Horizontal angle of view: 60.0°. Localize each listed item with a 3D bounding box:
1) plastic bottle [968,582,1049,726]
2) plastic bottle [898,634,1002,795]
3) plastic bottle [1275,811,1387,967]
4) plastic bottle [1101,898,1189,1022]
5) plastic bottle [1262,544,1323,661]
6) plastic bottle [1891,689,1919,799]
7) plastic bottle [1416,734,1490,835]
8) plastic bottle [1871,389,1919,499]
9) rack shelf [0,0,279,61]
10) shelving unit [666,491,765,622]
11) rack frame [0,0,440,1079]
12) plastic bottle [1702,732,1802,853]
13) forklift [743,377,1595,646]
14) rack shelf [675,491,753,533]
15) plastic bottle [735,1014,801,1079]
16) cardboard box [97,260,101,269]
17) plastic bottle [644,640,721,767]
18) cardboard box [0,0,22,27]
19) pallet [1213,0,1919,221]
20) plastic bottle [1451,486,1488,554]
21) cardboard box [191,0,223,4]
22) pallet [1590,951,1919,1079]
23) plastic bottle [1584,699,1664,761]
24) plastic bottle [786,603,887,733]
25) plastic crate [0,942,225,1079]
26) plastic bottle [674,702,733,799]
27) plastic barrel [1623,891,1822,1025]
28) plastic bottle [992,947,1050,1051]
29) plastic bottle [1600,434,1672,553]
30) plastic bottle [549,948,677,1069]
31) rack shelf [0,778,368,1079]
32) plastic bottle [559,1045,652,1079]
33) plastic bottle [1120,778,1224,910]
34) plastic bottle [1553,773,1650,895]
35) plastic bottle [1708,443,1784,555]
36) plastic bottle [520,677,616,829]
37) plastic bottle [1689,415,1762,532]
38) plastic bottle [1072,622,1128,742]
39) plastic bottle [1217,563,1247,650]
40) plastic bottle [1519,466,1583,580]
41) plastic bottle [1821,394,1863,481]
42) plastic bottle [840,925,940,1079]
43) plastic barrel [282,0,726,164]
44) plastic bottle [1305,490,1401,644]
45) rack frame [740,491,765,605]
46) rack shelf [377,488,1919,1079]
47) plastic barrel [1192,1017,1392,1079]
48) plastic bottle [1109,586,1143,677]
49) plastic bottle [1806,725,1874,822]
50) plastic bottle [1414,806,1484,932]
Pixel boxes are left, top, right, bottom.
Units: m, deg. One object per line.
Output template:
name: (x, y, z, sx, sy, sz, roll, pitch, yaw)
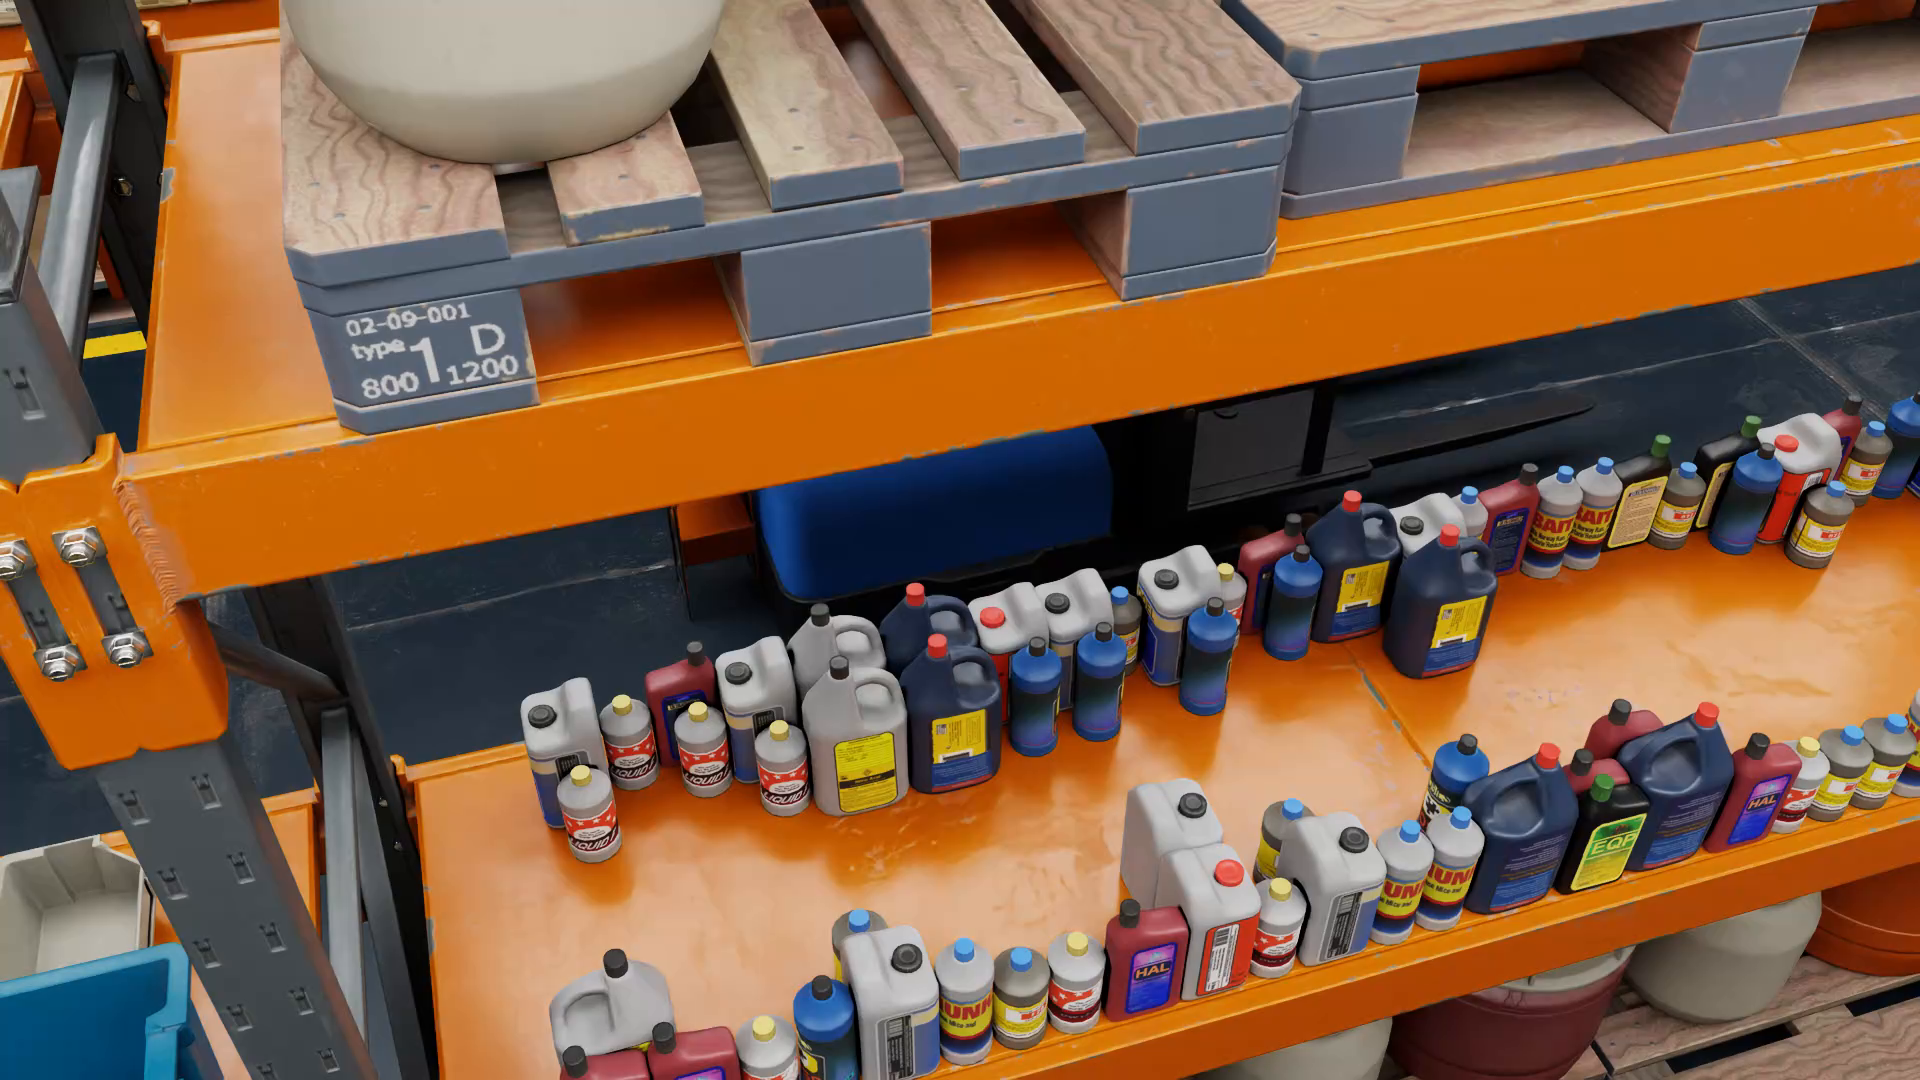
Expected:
plastic bottle: (0.091, 0.219, 3.314, 0.135, 0.276, 0.152, -12, 42, -13)
plastic bottle: (-0.019, 0.310, 3.152, 0.185, 0.351, 0.144, -12, 42, -13)
plastic bottle: (0.643, 0.590, 2.889, 0.135, 0.276, 0.152, -12, 42, -13)
plastic bottle: (0.308, 0.688, 2.771, 0.133, 0.283, 0.061, -12, 42, -13)
plastic bottle: (0.689, 0.120, 3.431, 0.097, 0.271, 0.097, 0, 41, 0)
plastic bottle: (1.834, 0.364, 3.151, 0.097, 0.271, 0.097, 0, 41, 0)
plastic bottle: (0.905, 0.457, 3.044, 0.097, 0.271, 0.097, 0, 41, 0)
plastic bottle: (2.170, -0.229, 3.830, 0.097, 0.271, 0.097, 0, 41, 0)
rack shelf: (-4.412, -1.817, 6.097, 4.000, 0.370, 1.077, -12, 42, -13)
shelving unit: (-0.798, -0.217, 5.200, 0.252, 1.050, 0.215, -13, 43, -14)
rack frame: (-1.017, 0.625, 2.755, 0.127, 3.000, 1.000, -12, 42, -13)
plastic bottle: (1.450, 0.452, 3.042, 0.133, 0.283, 0.061, -12, 42, -13)
forklift: (0.742, -1.307, 5.018, 3.031, 2.935, 1.130, -13, 43, -14)
rack shelf: (-0.798, -0.209, 5.207, 0.240, 0.259, 0.215, -13, 43, -14)
plastic bottle: (-0.307, 0.834, 2.666, 0.097, 0.201, 0.097, 0, 41, 0)
cardboard box: (-3.158, -1.761, 6.782, 0.875, 0.875, 0.875, -12, 42, -13)
plastic bottle: (-0.531, 0.314, 3.200, 0.133, 0.283, 0.061, -12, 42, -13)
cardboard box: (-3.433, -1.971, 5.917, 0.250, 0.149, 0.380, -11, 42, -12)
pallet: (0.782, -0.876, 2.336, 1.213, 0.211, 1.003, -12, 42, -13)
plastic bottle: (1.068, -0.001, 3.569, 0.097, 0.271, 0.097, 0, 41, 0)
cardboard box: (-2.697, -2.123, 6.091, 0.250, 0.149, 0.380, -11, 42, -13)
pallet: (2.059, 1.066, 4.369, 1.213, 0.211, 1.003, -12, 42, -13)
plastic bottle: (1.231, 0.398, 3.103, 0.133, 0.283, 0.061, -12, 42, -13)
plastic bottle: (-0.239, 0.256, 3.214, 0.185, 0.351, 0.144, -12, 42, -13)
plastic crate: (-1.360, 0.915, 2.390, 0.575, 0.384, 0.392, -12, 42, -13)
plastic bottle: (-0.490, 0.391, 3.174, 0.097, 0.201, 0.097, 0, 41, 0)
plastic barrel: (1.825, 0.888, 4.025, 0.421, 0.512, 0.421, 0, 41, 0)
plastic bottle: (0.100, 0.750, 2.763, 0.097, 0.201, 0.097, 0, 41, 0)
plastic bottle: (1.486, -0.104, 3.678, 0.133, 0.283, 0.061, -12, 42, -13)
plastic bottle: (-0.545, 0.769, 2.627, 0.185, 0.351, 0.144, -12, 42, -13)
rack shelf: (-2.925, 1.291, 2.539, 4.000, 0.370, 1.077, -12, 42, -13)
plastic bottle: (-0.539, 0.864, 2.570, 0.133, 0.283, 0.061, -12, 42, -13)
plastic bottle: (0.376, 0.541, 2.946, 0.135, 0.276, 0.152, -12, 42, -13)
plastic bottle: (1.147, 0.515, 2.970, 0.133, 0.283, 0.061, -12, 42, -13)
plastic bottle: (1.747, -0.099, 3.682, 0.097, 0.271, 0.097, 0, 41, 0)
plastic bottle: (-0.738, 0.391, 3.117, 0.135, 0.276, 0.152, -12, 42, -13)
plastic bottle: (1.706, -0.150, 3.730, 0.133, 0.283, 0.061, -12, 42, -13)
plastic bottle: (0.275, 0.269, 3.260, 0.097, 0.271, 0.097, 0, 41, 0)
plastic bottle: (0.543, 0.134, 3.467, 0.097, 0.201, 0.097, 0, 41, 0)
plastic bottle: (1.288, -0.046, 3.621, 0.097, 0.271, 0.097, 0, 41, 0)
plastic bottle: (1.961, -0.203, 3.791, 0.133, 0.283, 0.061, -12, 42, -13)
plastic bottle: (-0.112, 0.747, 2.710, 0.135, 0.276, 0.152, -12, 42, -13)
plastic barrel: (-0.440, -0.661, 1.524, 0.433, 0.535, 0.433, 0, 41, 0)
plastic bottle: (0.812, 0.039, 3.463, 0.185, 0.351, 0.144, -12, 42, -13)
rack frame: (-0.683, -0.243, 5.230, 0.008, 1.050, 0.200, -13, 43, -14)
rack shelf: (0.891, 0.500, 3.444, 4.000, 0.370, 1.077, -12, 42, -13)
plastic barrel: (0.748, 1.111, 3.770, 0.421, 0.512, 0.421, 0, 41, 0)
plastic bottle: (0.322, 0.180, 3.415, 0.097, 0.201, 0.097, 0, 41, 0)
plastic bottle: (1.648, 0.429, 3.130, 0.097, 0.201, 0.097, 0, 41, 0)
plastic bottle: (0.855, 0.567, 2.919, 0.097, 0.271, 0.097, 0, 41, 0)
